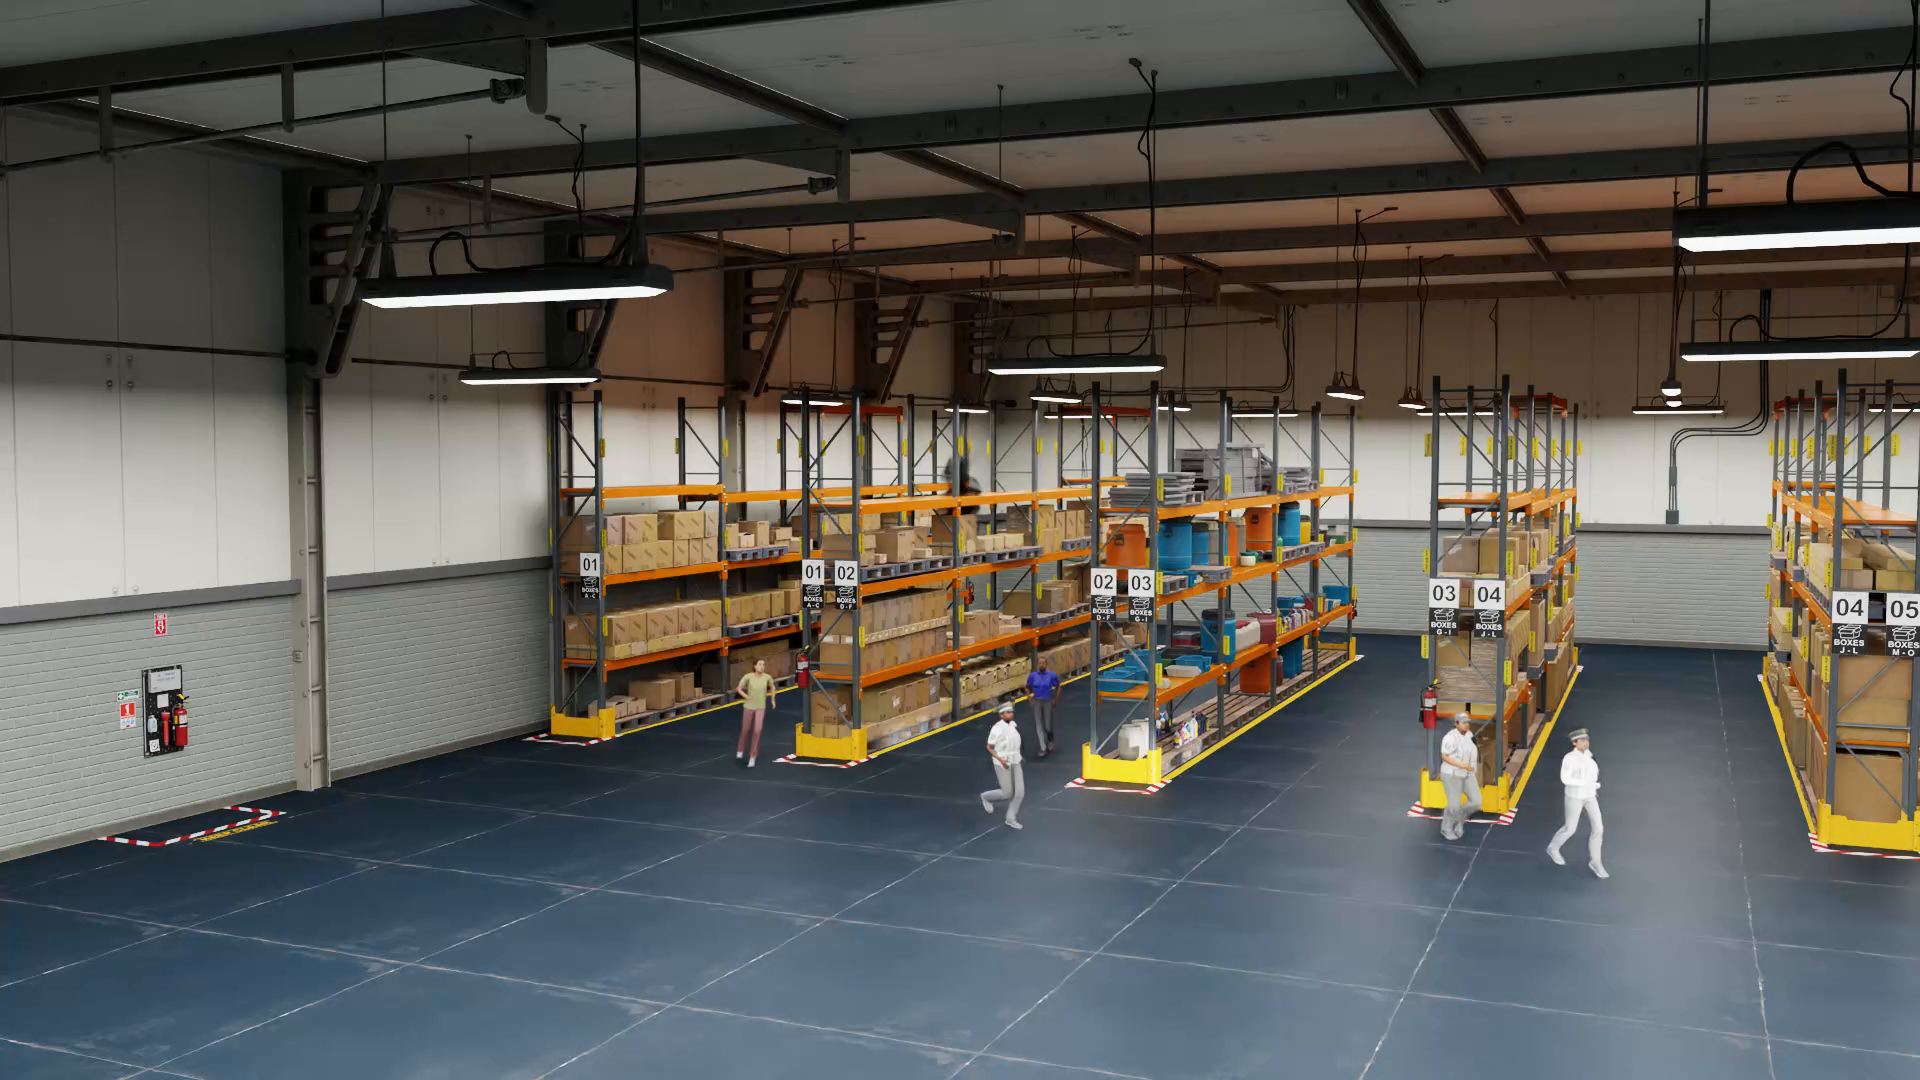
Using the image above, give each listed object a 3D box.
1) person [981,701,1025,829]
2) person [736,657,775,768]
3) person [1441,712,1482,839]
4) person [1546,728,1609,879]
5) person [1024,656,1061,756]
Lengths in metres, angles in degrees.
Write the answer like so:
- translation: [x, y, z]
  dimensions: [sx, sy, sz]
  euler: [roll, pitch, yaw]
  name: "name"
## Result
- translation: [0.596, 2.965, 22.097]
  dimensions: [0.584, 1.674, 0.668]
  euler: [-3, 4, -43]
  name: "person"
- translation: [-3.230, 2.708, 26.430]
  dimensions: [0.633, 1.684, 0.803]
  euler: [-1, 3, -14]
  name: "person"
- translation: [6.429, 3.015, 21.230]
  dimensions: [0.639, 1.620, 0.602]
  euler: [-1, 3, -24]
  name: "person"
- translation: [7.303, 3.074, 19.638]
  dimensions: [0.616, 1.743, 0.827]
  euler: [-1, 3, -25]
  name: "person"
- translation: [1.334, 2.698, 27.057]
  dimensions: [0.593, 1.618, 0.533]
  euler: [1, 3, 11]
  name: "person"
